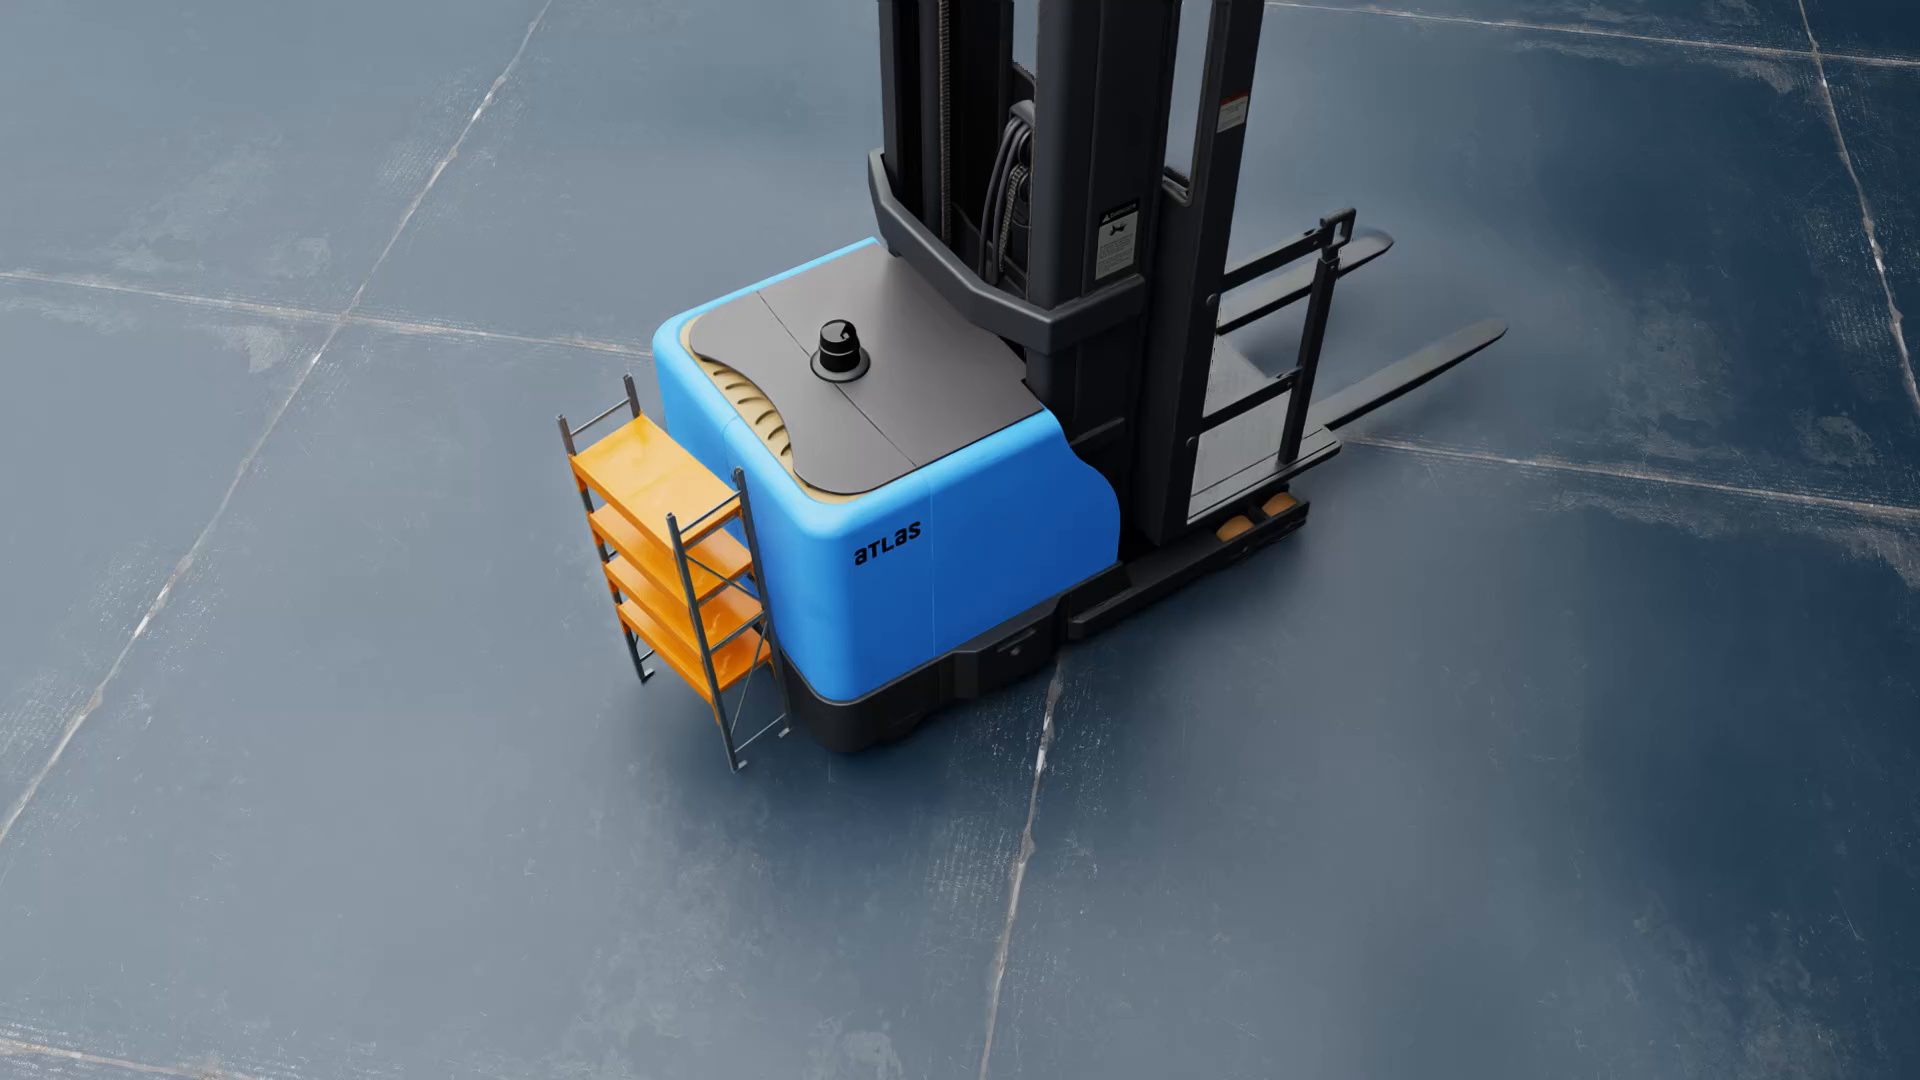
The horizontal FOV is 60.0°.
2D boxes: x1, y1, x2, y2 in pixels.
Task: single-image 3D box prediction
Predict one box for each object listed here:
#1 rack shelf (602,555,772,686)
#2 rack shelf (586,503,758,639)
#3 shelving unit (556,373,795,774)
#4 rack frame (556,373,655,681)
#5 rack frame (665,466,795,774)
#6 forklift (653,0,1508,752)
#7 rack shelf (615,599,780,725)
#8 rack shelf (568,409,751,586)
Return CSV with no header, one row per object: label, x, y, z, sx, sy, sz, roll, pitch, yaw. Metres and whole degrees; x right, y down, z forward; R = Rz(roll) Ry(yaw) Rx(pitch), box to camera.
rack shelf,-0.796,0.174,4.869,0.258,0.148,0.480,-37,57,-25
rack shelf,-0.803,0.030,4.698,0.258,0.148,0.480,-37,57,-25
shelving unit,-0.798,0.131,4.817,0.258,1.200,0.503,-37,57,-25
rack frame,-0.965,-0.001,4.936,0.240,1.200,0.015,-37,57,-25
rack frame,-0.631,0.263,4.698,0.240,1.200,0.015,-37,57,-25
forklift,0.590,-1.203,4.860,3.031,2.935,1.130,-26,53,-22
rack shelf,-0.789,0.302,5.020,0.258,0.148,0.480,-37,57,-25
rack shelf,-0.811,-0.122,4.517,0.258,0.148,0.480,-37,57,-25
